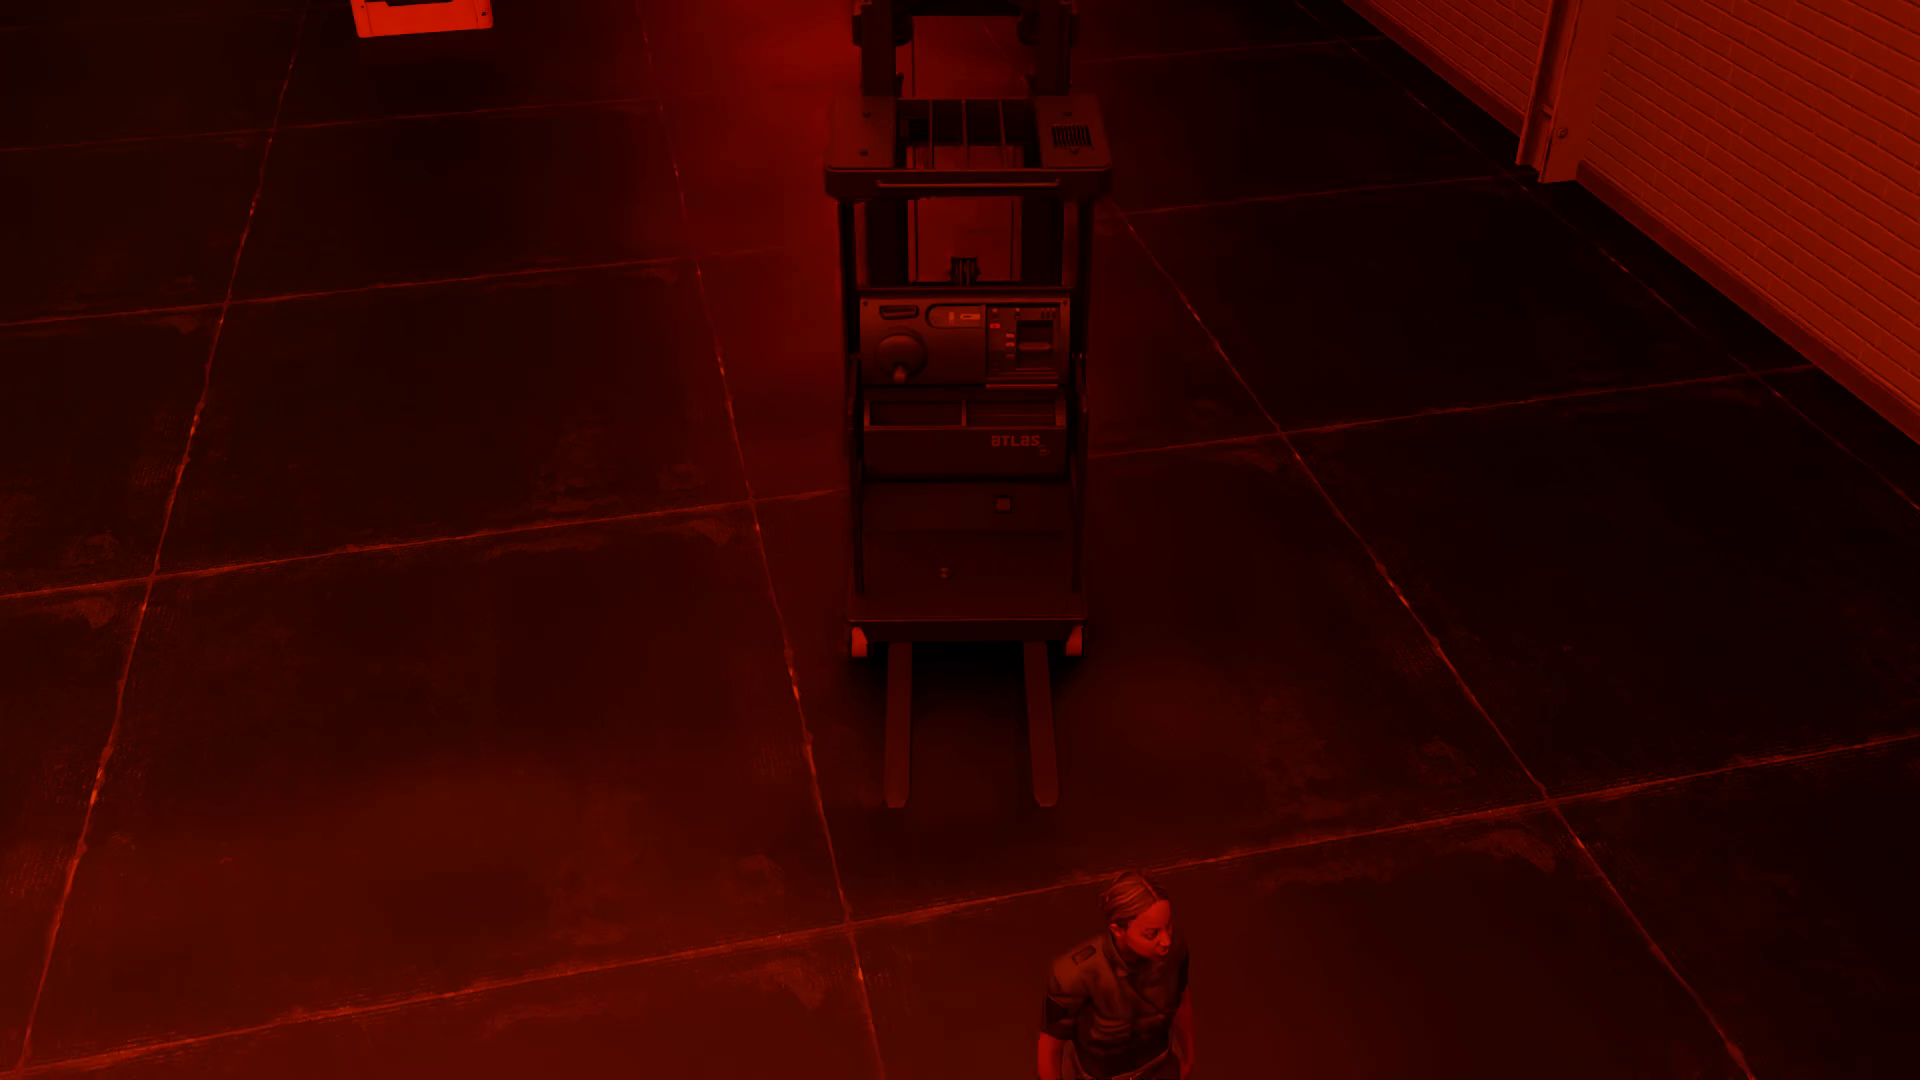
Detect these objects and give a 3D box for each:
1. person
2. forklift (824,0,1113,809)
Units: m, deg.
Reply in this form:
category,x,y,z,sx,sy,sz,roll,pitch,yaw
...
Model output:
category,x,y,z,sx,sy,sz,roll,pitch,yaw
person,0.494,1.645,4.869,0.535,1.672,0.434,-18,39,-23
forklift,0.028,-0.819,7.189,1.130,2.935,3.031,0,36,-1
